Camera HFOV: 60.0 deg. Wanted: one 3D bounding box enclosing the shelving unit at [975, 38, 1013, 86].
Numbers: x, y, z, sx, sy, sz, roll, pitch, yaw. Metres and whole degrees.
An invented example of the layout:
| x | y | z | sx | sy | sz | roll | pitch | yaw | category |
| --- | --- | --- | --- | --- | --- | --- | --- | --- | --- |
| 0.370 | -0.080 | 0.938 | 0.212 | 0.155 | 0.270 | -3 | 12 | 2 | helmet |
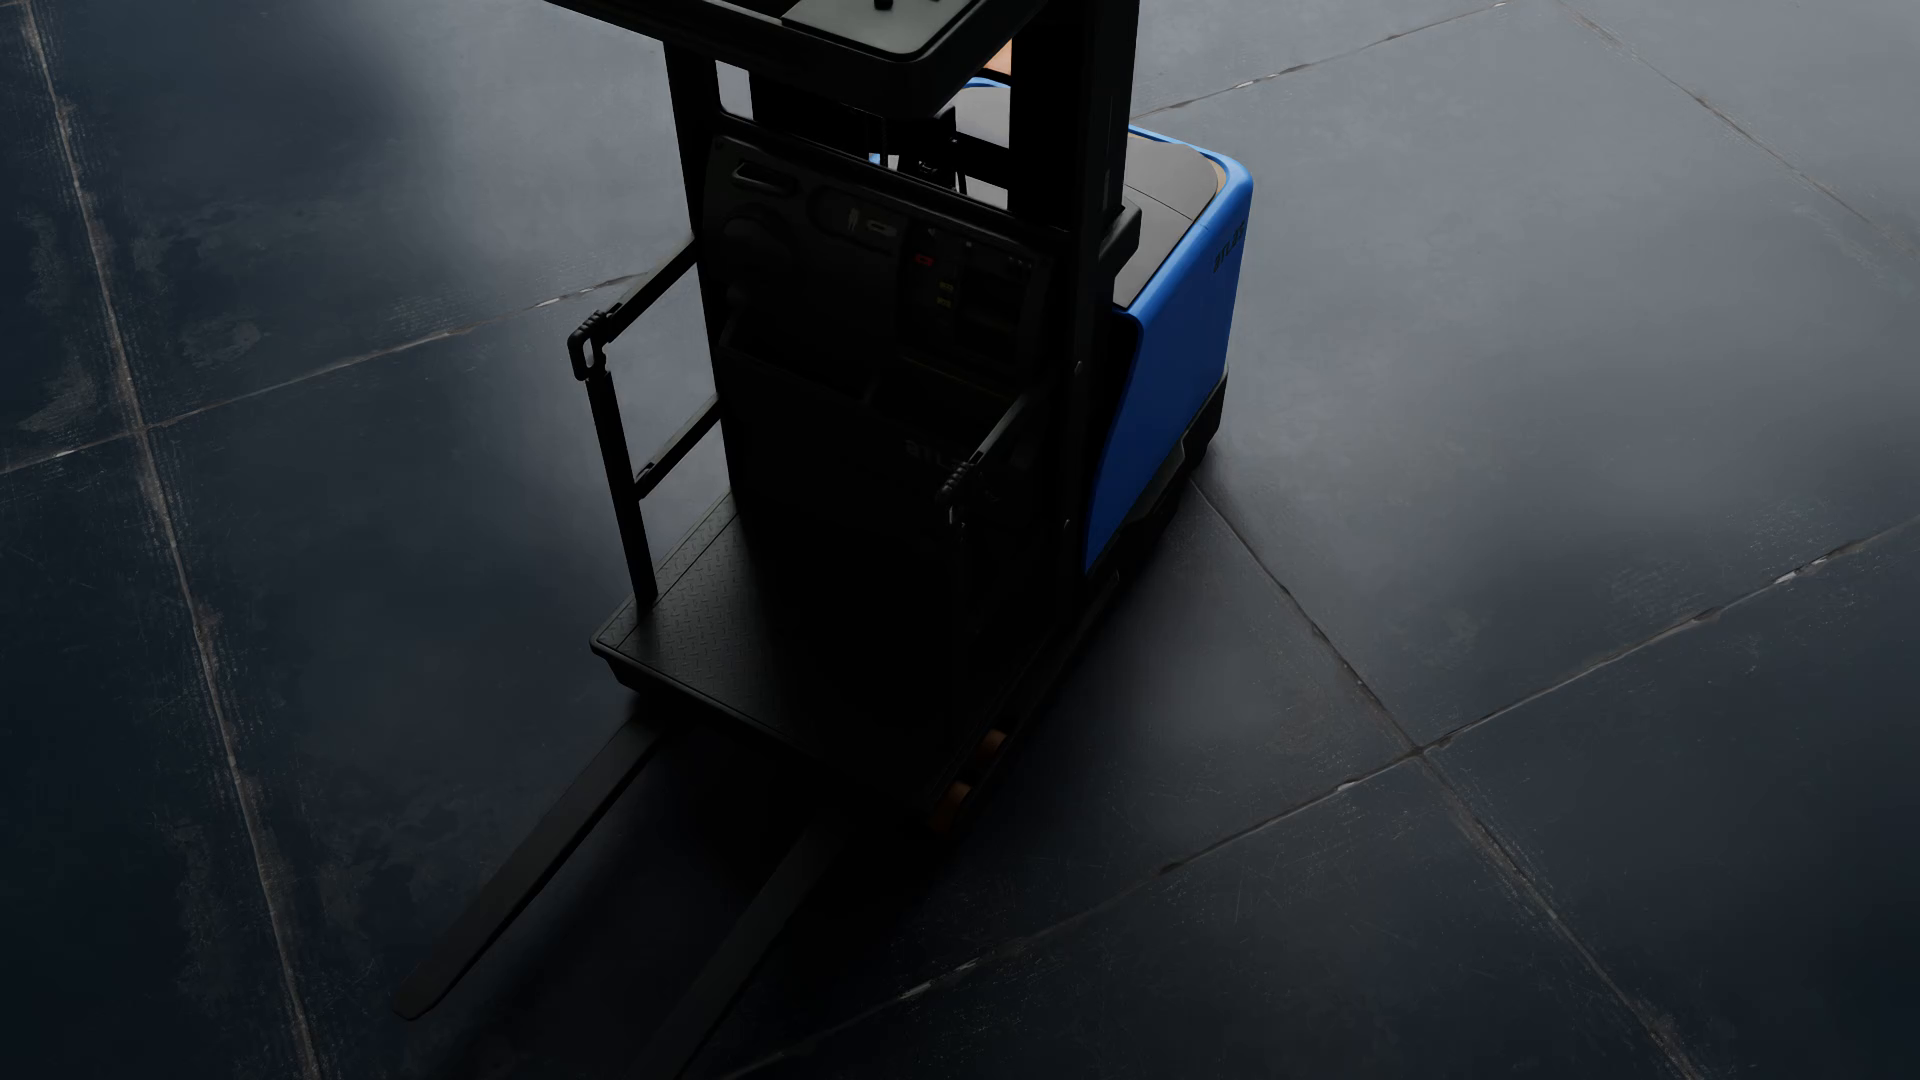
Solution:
| x | y | z | sx | sy | sz | roll | pitch | yaw | category |
| --- | --- | --- | --- | --- | --- | --- | --- | --- | --- |
| 0.113 | -1.246 | 5.542 | 0.503 | 1.200 | 0.258 | 22 | 52 | 18 | shelving unit |

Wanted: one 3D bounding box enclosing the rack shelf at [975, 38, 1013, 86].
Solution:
| x | y | z | sx | sy | sz | roll | pitch | yaw | category |
| --- | --- | --- | --- | --- | --- | --- | --- | --- | --- |
| 0.113 | -1.504 | 5.247 | 0.480 | 0.148 | 0.258 | 22 | 52 | 18 | rack shelf |

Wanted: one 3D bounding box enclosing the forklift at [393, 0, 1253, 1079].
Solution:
| x | y | z | sx | sy | sz | roll | pitch | yaw | category |
| --- | --- | --- | --- | --- | --- | --- | --- | --- | --- |
| -0.312 | -0.557 | 3.790 | 1.130 | 2.935 | 3.031 | 23 | 53 | 19 | forklift |
